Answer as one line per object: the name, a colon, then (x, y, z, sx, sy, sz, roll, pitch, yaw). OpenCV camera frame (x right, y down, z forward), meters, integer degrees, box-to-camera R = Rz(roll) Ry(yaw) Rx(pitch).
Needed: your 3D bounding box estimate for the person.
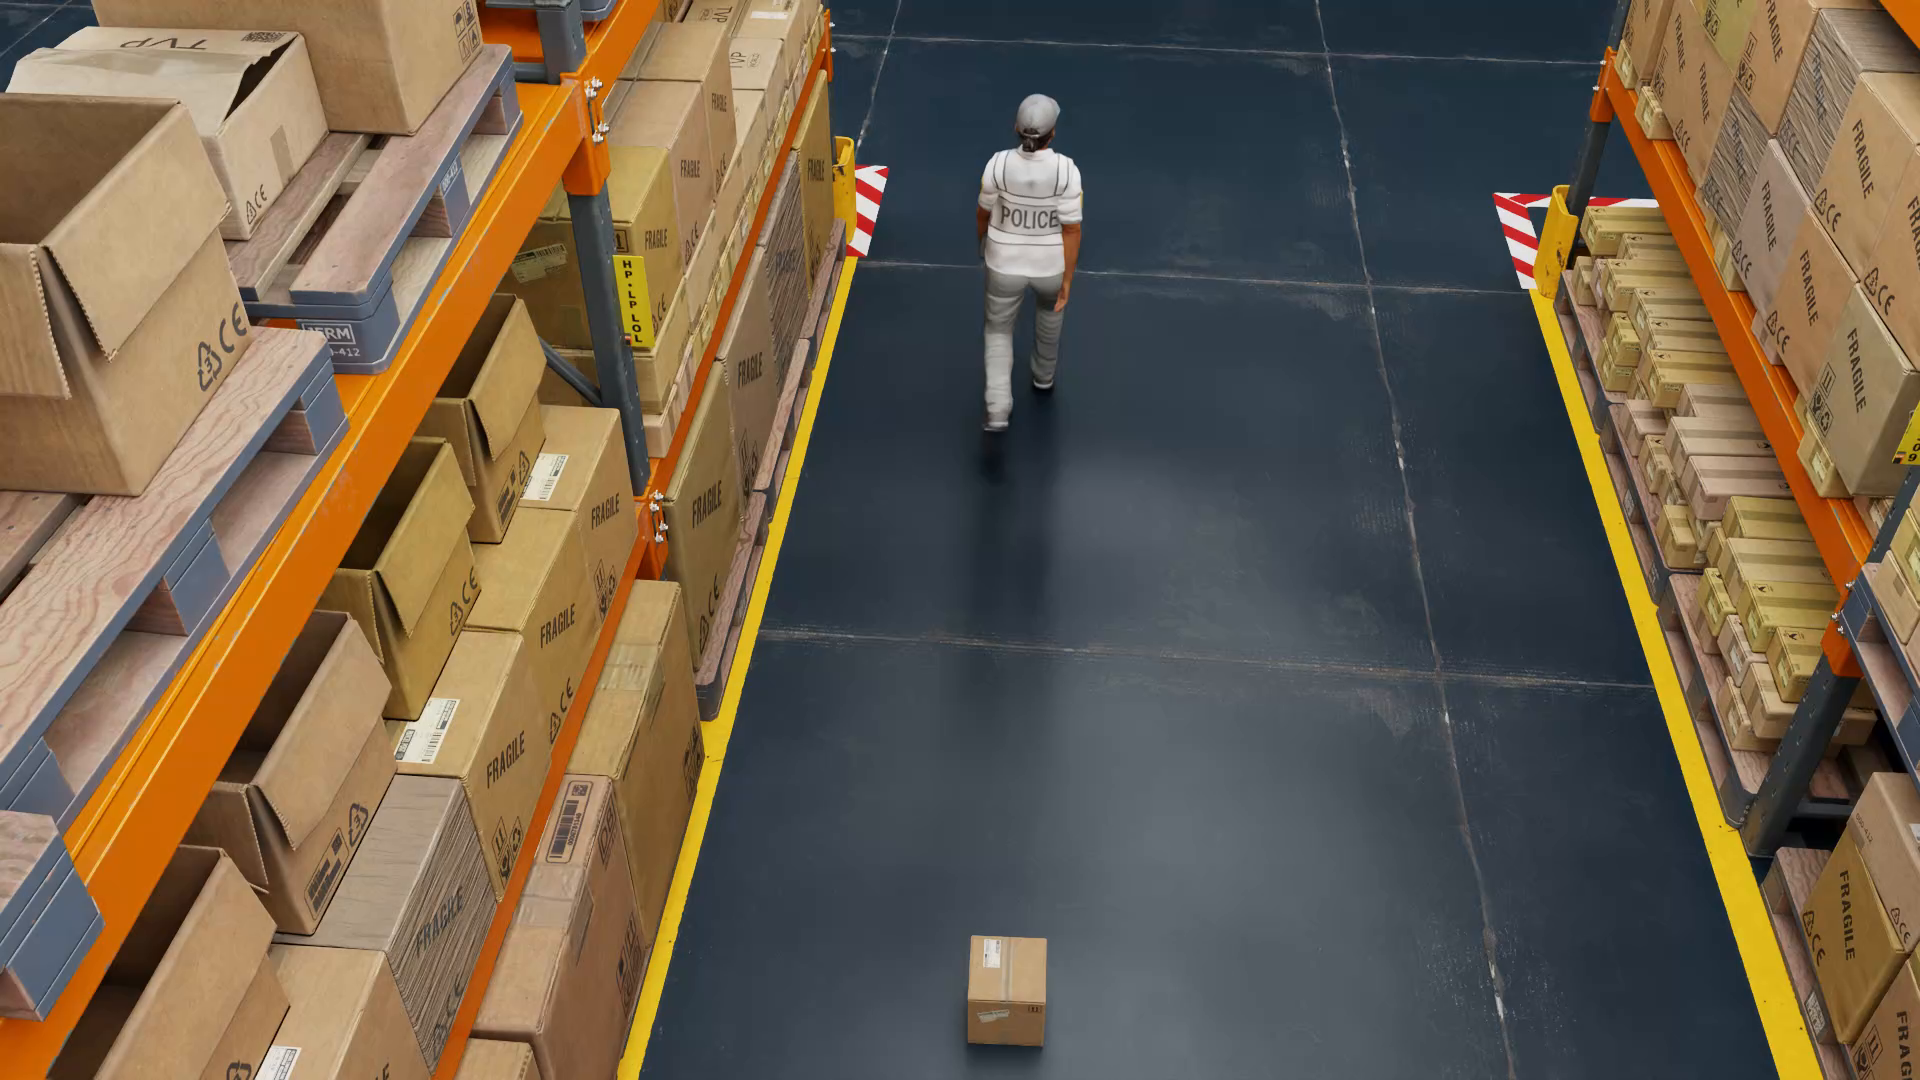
person: (0.309, -1.268, 7.632, 0.478, 1.621, 0.905, 2, 40, 2)
